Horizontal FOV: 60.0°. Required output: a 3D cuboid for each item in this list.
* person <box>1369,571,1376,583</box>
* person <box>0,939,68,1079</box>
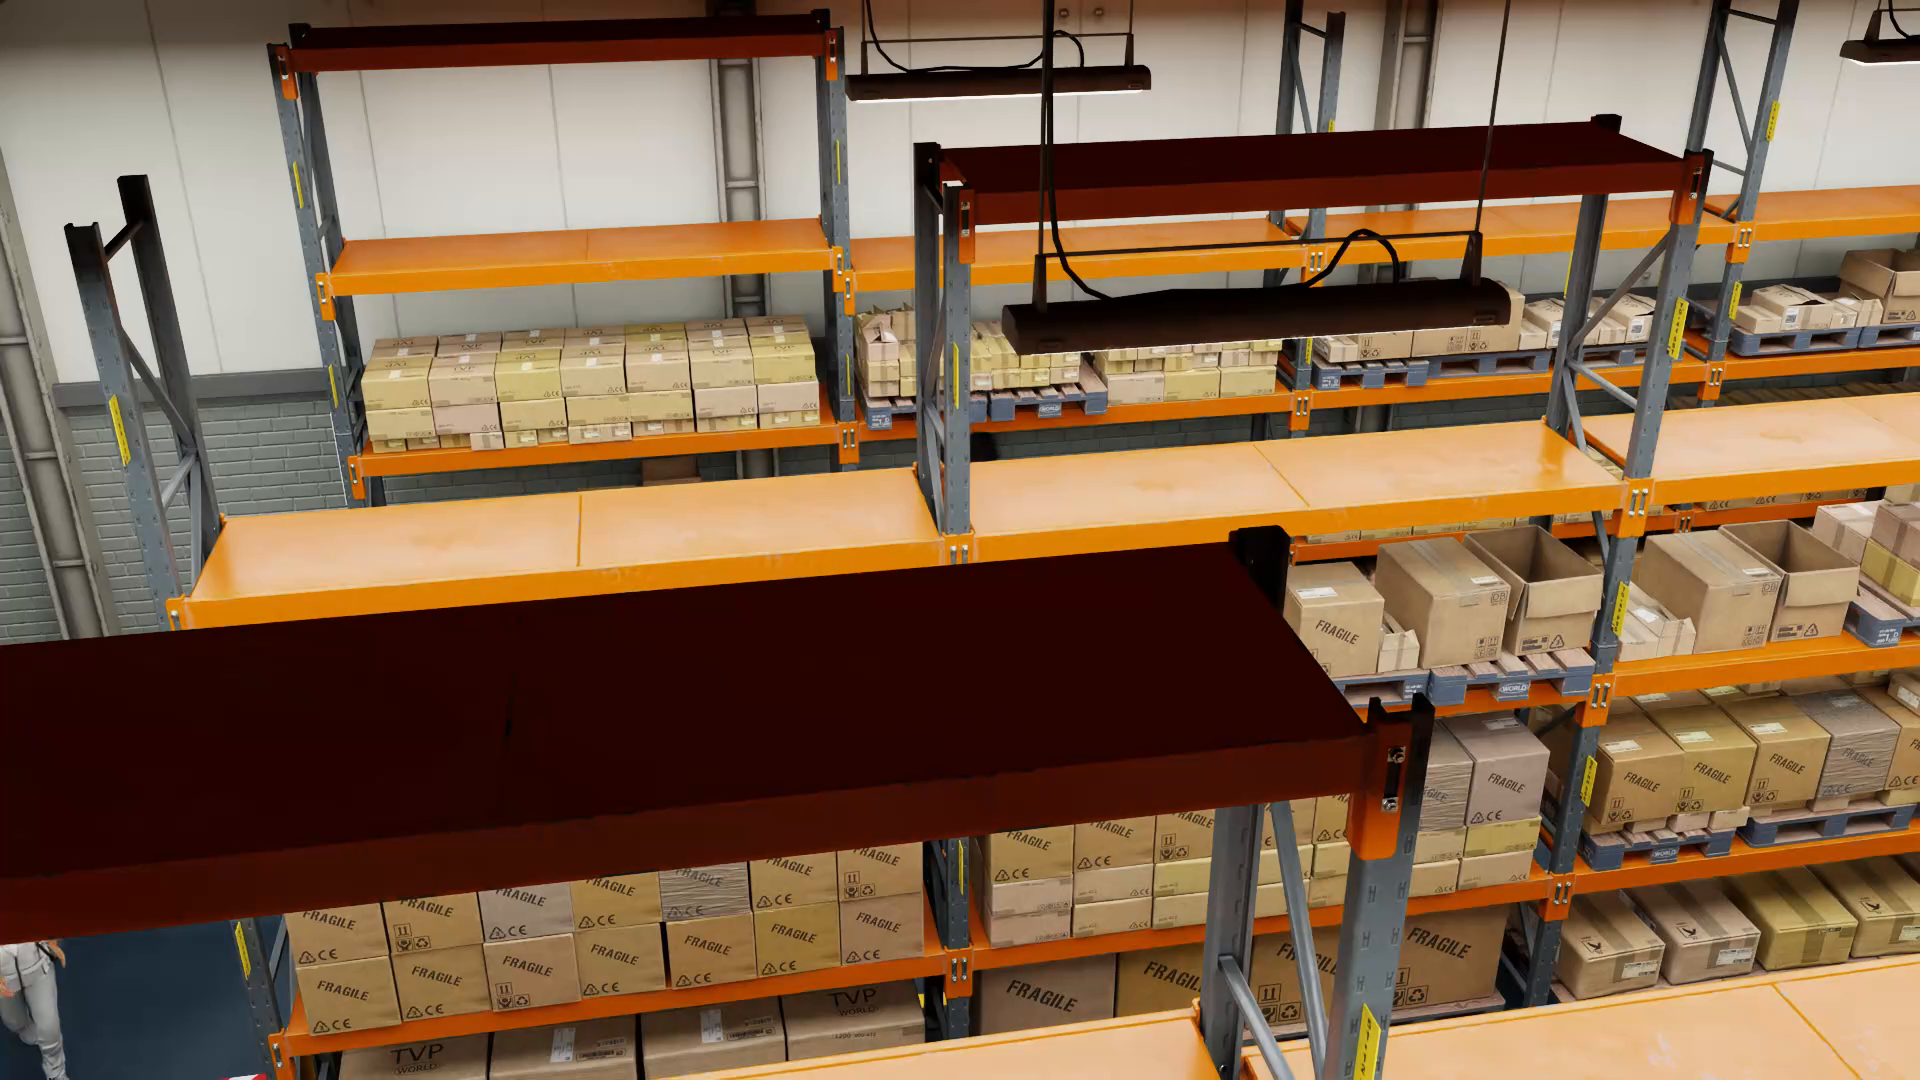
[{"bbox_3d":[3.484,1.051,14.074,1.063,1.647,0.715,-10,27,-19],"label":"person"},{"bbox_3d":[-6.077,2.783,10.694,0.591,1.633,0.819,-16,30,-30],"label":"person"}]
